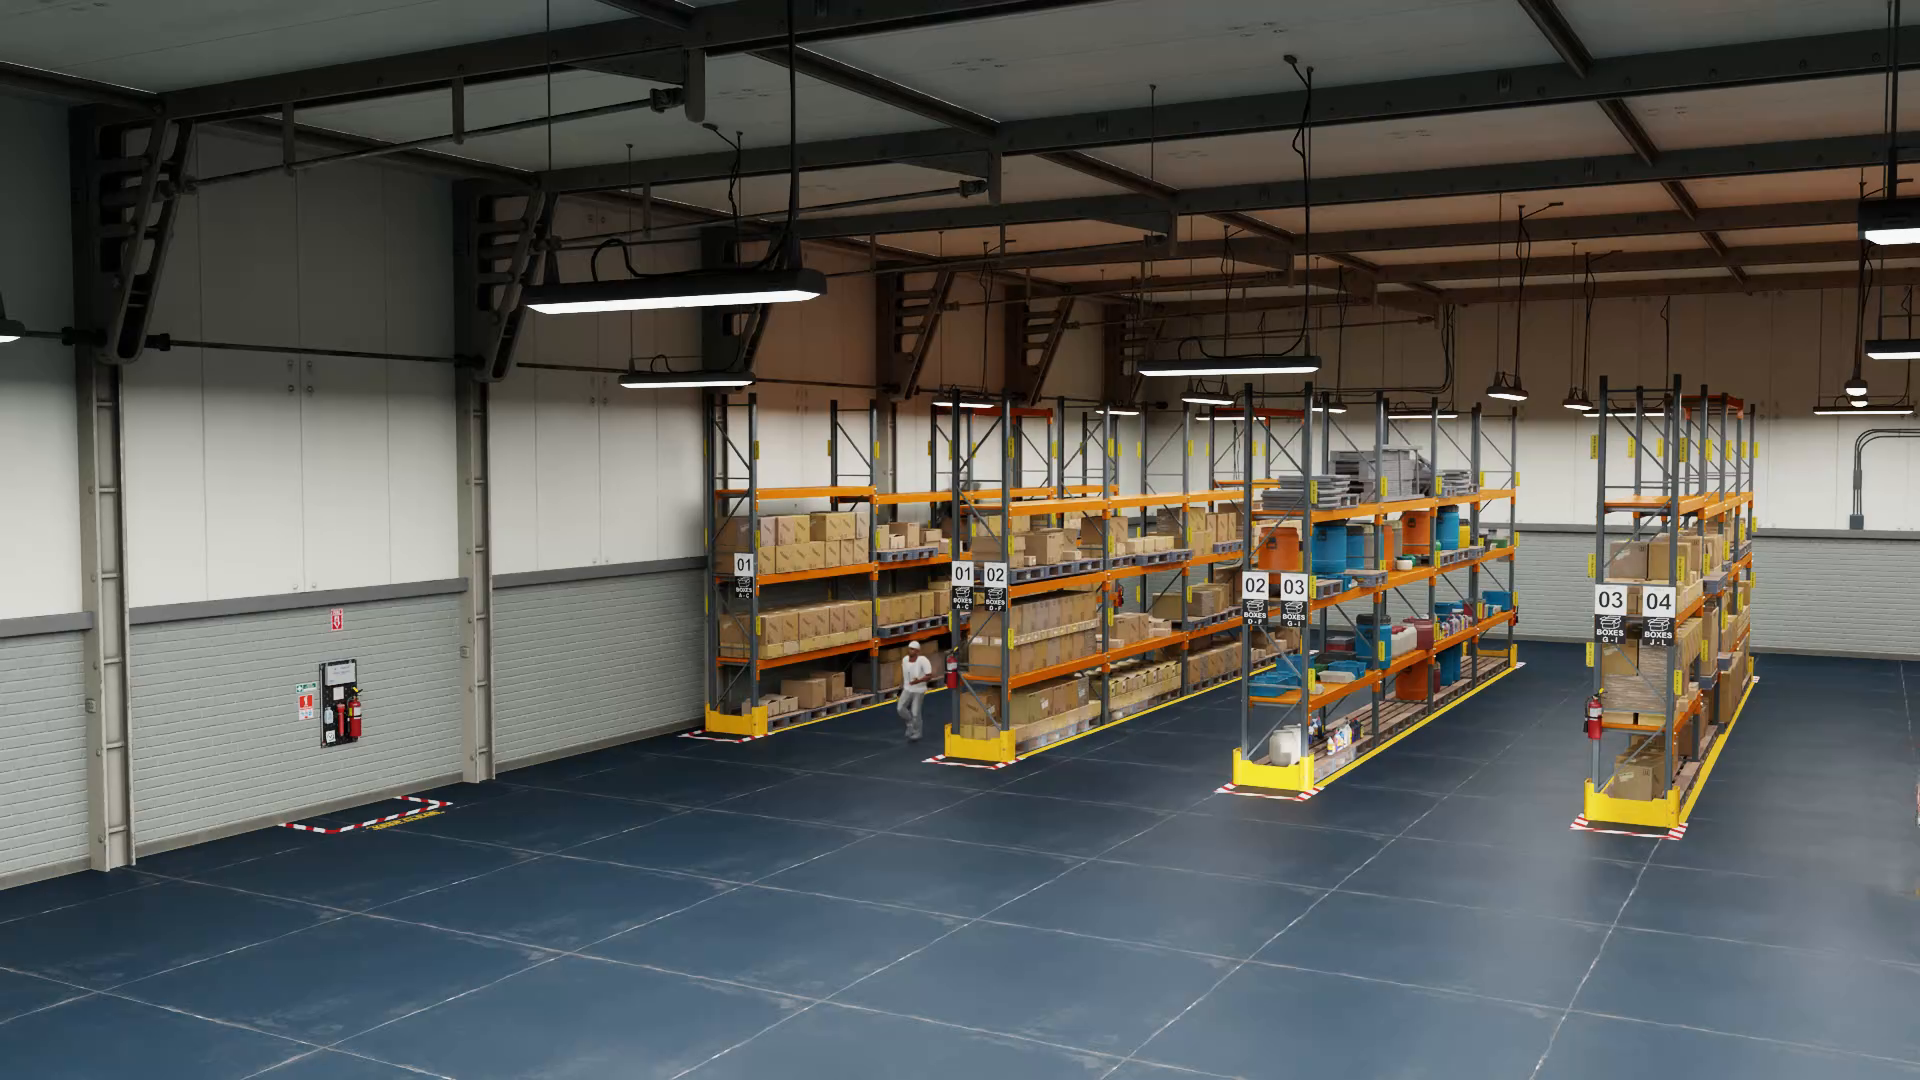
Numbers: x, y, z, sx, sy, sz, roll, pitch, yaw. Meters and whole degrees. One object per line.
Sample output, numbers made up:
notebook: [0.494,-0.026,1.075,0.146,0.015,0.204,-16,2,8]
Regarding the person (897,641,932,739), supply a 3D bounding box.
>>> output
person: [-0.803,2.585,28.590,0.697,1.716,0.638,2,4,29]
